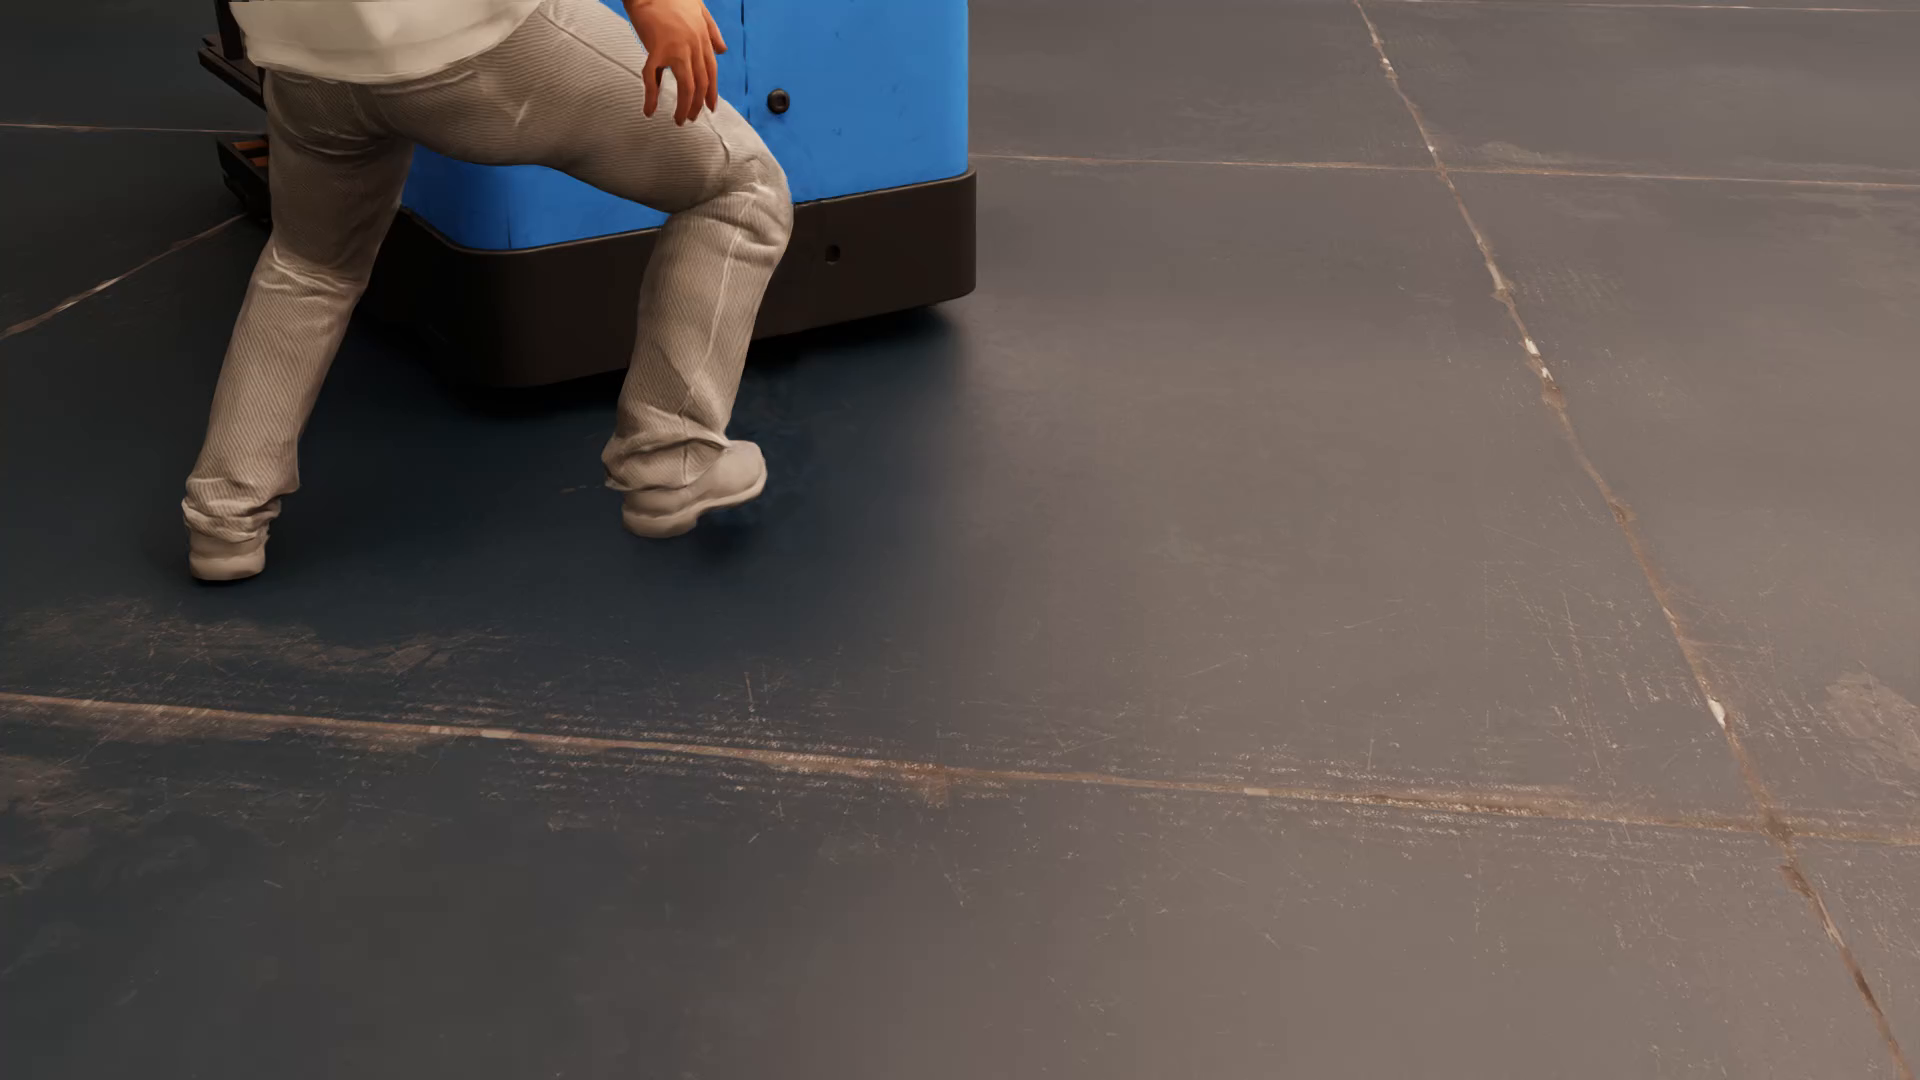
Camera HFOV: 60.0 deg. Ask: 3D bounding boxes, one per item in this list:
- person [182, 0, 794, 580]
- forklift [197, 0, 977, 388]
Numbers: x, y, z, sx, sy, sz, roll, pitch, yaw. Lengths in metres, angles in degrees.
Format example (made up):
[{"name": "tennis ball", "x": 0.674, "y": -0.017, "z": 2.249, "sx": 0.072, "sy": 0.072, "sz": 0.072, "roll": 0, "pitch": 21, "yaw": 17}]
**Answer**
[{"name": "person", "x": -0.729, "y": -0.733, "z": 2.172, "sx": 0.937, "sy": 1.650, "sz": 0.673, "roll": 15, "pitch": 30, "yaw": 28}, {"name": "forklift", "x": -1.201, "y": -2.182, "z": 3.590, "sx": 1.130, "sy": 2.935, "sz": 3.031, "roll": -17, "pitch": 31, "yaw": -30}]
